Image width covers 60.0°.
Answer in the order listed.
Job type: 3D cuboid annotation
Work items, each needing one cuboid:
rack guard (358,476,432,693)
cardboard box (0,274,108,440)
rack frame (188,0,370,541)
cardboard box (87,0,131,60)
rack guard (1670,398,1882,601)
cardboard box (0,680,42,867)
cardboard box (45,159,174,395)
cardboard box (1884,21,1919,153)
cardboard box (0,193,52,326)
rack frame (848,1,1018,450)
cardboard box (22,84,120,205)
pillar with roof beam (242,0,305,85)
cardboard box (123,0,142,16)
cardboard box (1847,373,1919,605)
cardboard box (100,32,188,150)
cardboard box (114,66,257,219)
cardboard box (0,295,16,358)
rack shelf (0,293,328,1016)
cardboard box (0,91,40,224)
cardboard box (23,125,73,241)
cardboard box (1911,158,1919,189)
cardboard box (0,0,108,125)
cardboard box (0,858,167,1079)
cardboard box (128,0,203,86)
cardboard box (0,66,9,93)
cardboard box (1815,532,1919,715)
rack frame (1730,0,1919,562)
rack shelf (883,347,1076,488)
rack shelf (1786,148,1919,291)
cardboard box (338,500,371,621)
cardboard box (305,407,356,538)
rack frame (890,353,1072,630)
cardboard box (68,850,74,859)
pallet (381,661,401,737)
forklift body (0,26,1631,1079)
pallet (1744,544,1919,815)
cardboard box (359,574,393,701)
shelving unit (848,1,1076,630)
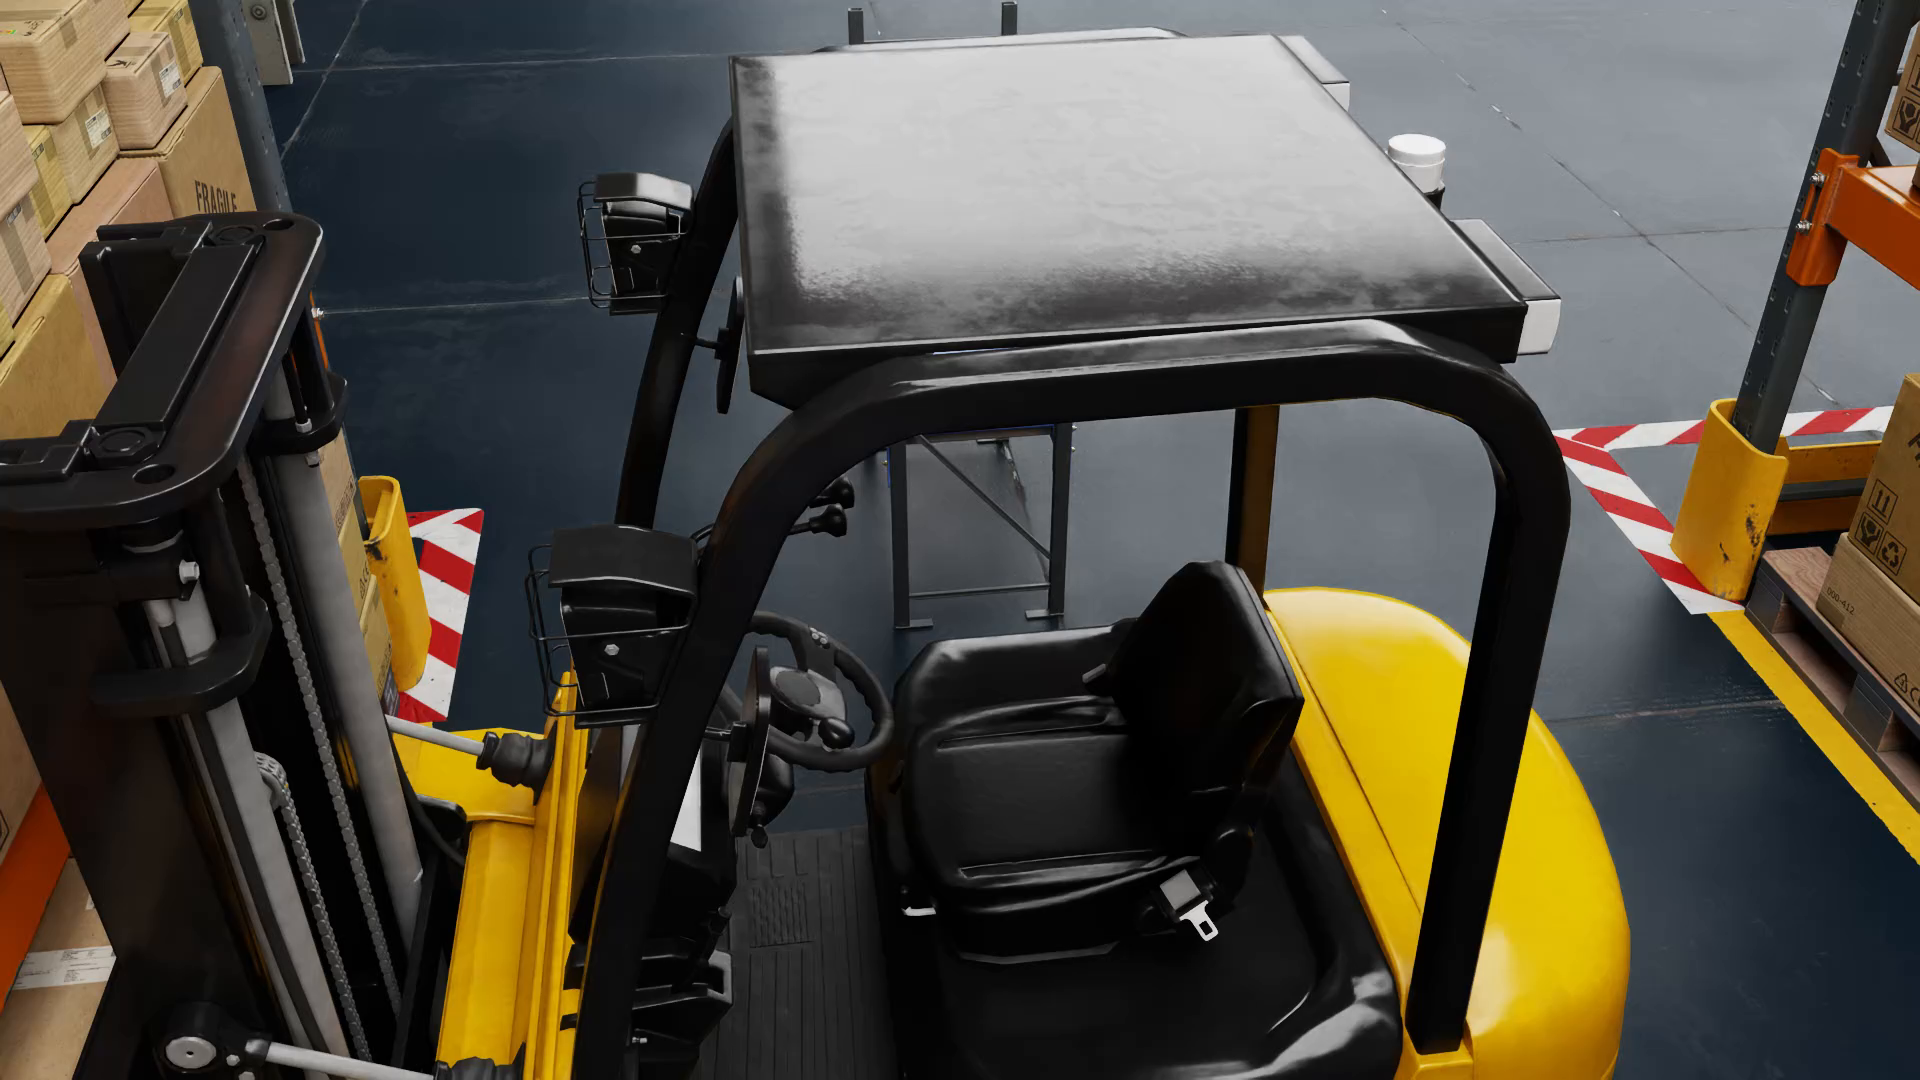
[{"bbox_3d":[-2.109,0.164,4.566,1.175,0.500,0.348,-4,35,-6],"label":"rack guard"},{"bbox_3d":[-1.650,-0.066,2.595,0.500,0.500,0.500,-5,35,-7],"label":"cardboard box"},{"bbox_3d":[-2.106,-0.856,3.842,1.000,3.000,0.127,-4,35,-6],"label":"rack frame"},{"bbox_3d":[-1.785,-0.969,3.079,0.380,0.149,0.250,-4,35,-6],"label":"cardboard box"},{"bbox_3d":[2.822,-0.159,5.039,1.175,0.500,0.348,-4,35,-6],"label":"rack guard"},{"bbox_3d":[-1.571,0.213,2.185,0.500,0.500,0.500,-4,34,-6],"label":"cardboard box"},{"bbox_3d":[-1.719,-0.352,3.015,0.500,0.500,0.500,-3,34,-5],"label":"cardboard box"},{"bbox_3d":[2.601,-1.113,3.866,0.500,0.500,0.500,-5,35,-7],"label":"cardboard box"},{"bbox_3d":[-1.639,-0.419,2.536,0.380,0.149,0.250,-5,35,-8],"label":"cardboard box"},{"bbox_3d":[-0.080,-0.951,5.314,0.500,1.500,0.032,-4,35,-6],"label":"rack frame"},{"bbox_3d":[-1.744,-0.703,2.954,0.380,0.149,0.250,-4,34,-5],"label":"cardboard box"},{"bbox_3d":[0.553,-6.552,6.874,9.100,9.000,0.400,-4,35,-6],"label":"pillar with roof beam"},{"bbox_3d":[-1.849,-1.104,3.278,0.380,0.149,0.250,-4,35,-6],"label":"cardboard box"},{"bbox_3d":[2.650,-0.097,4.131,0.500,0.500,0.500,-5,35,-8],"label":"cardboard box"},{"bbox_3d":[-1.718,-0.853,3.173,0.380,0.149,0.250,-4,34,-6],"label":"cardboard box"},{"bbox_3d":[-1.780,-0.643,3.440,0.500,0.500,0.500,-5,35,-7],"label":"cardboard box"},{"bbox_3d":[-1.585,-0.279,2.331,0.380,0.149,0.250,-4,34,-6],"label":"cardboard box"},{"bbox_3d":[-1.837,0.557,2.407,1.077,0.370,4.000,-4,35,-6],"label":"rack shelf"},{"bbox_3d":[-1.618,-0.544,2.455,0.380,0.149,0.250,-4,34,-5],"label":"cardboard box"},{"bbox_3d":[-1.722,-0.564,2.749,0.380,0.149,0.250,-5,35,-7],"label":"cardboard box"},{"bbox_3d":[2.653,-0.925,4.167,0.380,0.149,0.250,-4,35,-6],"label":"cardboard box"},{"bbox_3d":[-1.723,-0.825,2.868,0.380,0.149,0.250,-4,34,-5],"label":"cardboard box"},{"bbox_3d":[-1.522,0.776,2.629,0.500,0.250,0.500,-5,35,-7],"label":"cardboard box"},{"bbox_3d":[-1.782,-0.993,3.379,0.380,0.149,0.250,-4,34,-6],"label":"cardboard box"},{"bbox_3d":[-1.763,-0.681,2.656,0.380,0.149,0.250,-4,34,-6],"label":"cardboard box"},{"bbox_3d":[2.646,0.200,4.362,0.500,0.250,0.500,-5,35,-7],"label":"cardboard box"},{"bbox_3d":[2.812,-1.234,4.397,1.000,3.000,0.127,-4,35,-6],"label":"rack frame"},{"bbox_3d":[-0.011,-0.519,4.999,0.538,0.185,1.000,-4,35,-6],"label":"rack shelf"},{"bbox_3d":[3.081,0.179,2.962,1.077,0.370,4.000,-4,35,-6],"label":"rack shelf"},{"bbox_3d":[-1.731,0.148,3.994,0.500,0.250,0.500,-5,35,-7],"label":"cardboard box"},{"bbox_3d":[-1.735,-0.073,3.874,0.500,0.250,0.500,-3,34,-5],"label":"cardboard box"},{"bbox_3d":[0.057,-0.384,4.481,0.500,1.500,0.032,-4,35,-6],"label":"rack frame"},{"bbox_3d":[-1.583,0.492,3.045,0.500,0.250,0.500,-4,34,-6],"label":"cardboard box"},{"bbox_3d":[-1.962,0.720,4.006,1.003,0.211,1.213,-4,35,-6],"label":"pallet"},{"bbox_3d":[-0.043,0.415,2.731,2.313,2.155,1.214,-4,35,-6],"label":"forklift body"},{"bbox_3d":[2.896,0.417,4.451,1.003,0.211,1.213,-4,35,-6],"label":"pallet"},{"bbox_3d":[-1.730,0.345,4.149,0.500,0.250,0.500,-4,34,-6],"label":"cardboard box"},{"bbox_3d":[-0.011,-0.667,4.897,0.538,1.500,1.048,-4,35,-6],"label":"shelving unit"}]
